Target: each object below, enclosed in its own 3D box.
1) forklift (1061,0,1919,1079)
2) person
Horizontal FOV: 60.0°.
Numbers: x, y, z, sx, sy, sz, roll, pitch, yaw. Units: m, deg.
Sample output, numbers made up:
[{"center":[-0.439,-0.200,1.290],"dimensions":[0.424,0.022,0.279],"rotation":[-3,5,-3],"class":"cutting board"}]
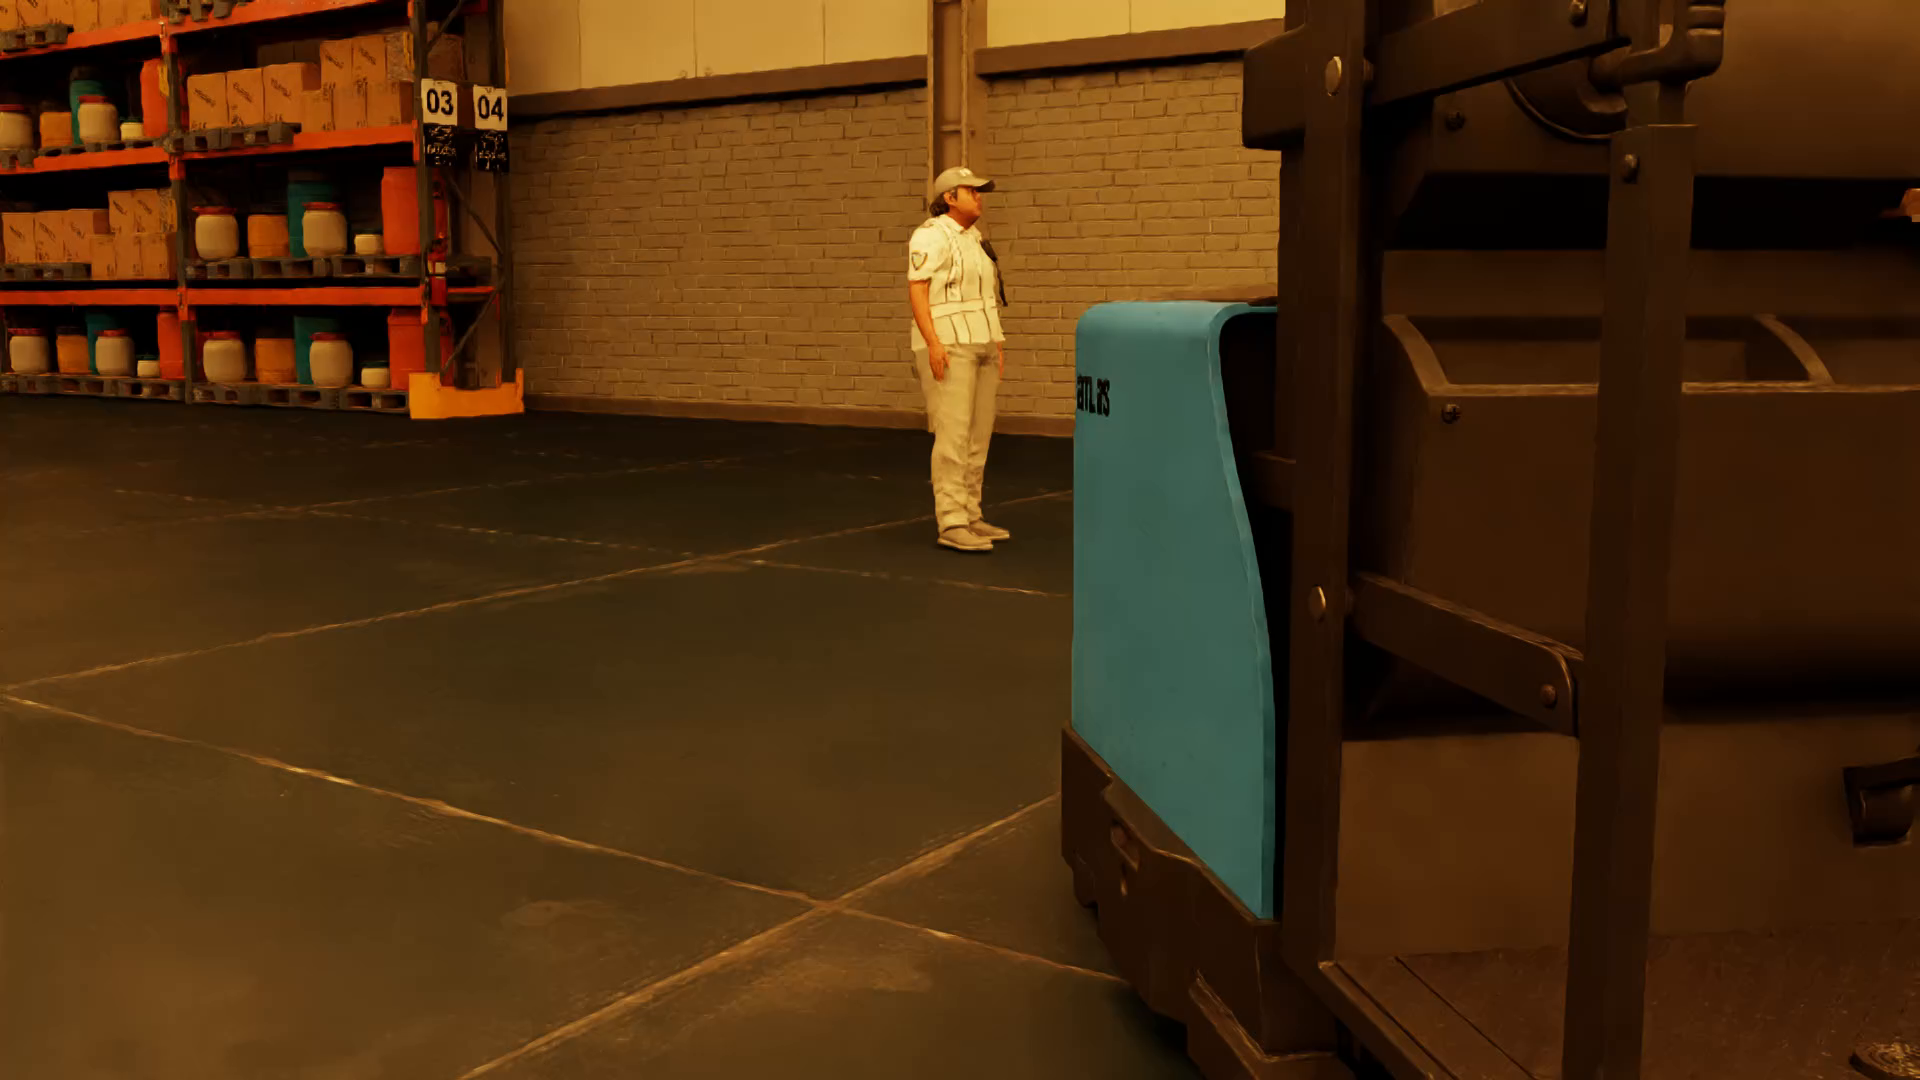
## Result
[{"center":[0.958,-0.620,1.554],"dimensions":[1.130,2.935,3.031],"rotation":[-1,8,-10],"class":"forklift"},{"center":[0.051,-0.824,7.424],"dimensions":[0.529,1.669,0.598],"rotation":[5,10,34],"class":"person"}]
